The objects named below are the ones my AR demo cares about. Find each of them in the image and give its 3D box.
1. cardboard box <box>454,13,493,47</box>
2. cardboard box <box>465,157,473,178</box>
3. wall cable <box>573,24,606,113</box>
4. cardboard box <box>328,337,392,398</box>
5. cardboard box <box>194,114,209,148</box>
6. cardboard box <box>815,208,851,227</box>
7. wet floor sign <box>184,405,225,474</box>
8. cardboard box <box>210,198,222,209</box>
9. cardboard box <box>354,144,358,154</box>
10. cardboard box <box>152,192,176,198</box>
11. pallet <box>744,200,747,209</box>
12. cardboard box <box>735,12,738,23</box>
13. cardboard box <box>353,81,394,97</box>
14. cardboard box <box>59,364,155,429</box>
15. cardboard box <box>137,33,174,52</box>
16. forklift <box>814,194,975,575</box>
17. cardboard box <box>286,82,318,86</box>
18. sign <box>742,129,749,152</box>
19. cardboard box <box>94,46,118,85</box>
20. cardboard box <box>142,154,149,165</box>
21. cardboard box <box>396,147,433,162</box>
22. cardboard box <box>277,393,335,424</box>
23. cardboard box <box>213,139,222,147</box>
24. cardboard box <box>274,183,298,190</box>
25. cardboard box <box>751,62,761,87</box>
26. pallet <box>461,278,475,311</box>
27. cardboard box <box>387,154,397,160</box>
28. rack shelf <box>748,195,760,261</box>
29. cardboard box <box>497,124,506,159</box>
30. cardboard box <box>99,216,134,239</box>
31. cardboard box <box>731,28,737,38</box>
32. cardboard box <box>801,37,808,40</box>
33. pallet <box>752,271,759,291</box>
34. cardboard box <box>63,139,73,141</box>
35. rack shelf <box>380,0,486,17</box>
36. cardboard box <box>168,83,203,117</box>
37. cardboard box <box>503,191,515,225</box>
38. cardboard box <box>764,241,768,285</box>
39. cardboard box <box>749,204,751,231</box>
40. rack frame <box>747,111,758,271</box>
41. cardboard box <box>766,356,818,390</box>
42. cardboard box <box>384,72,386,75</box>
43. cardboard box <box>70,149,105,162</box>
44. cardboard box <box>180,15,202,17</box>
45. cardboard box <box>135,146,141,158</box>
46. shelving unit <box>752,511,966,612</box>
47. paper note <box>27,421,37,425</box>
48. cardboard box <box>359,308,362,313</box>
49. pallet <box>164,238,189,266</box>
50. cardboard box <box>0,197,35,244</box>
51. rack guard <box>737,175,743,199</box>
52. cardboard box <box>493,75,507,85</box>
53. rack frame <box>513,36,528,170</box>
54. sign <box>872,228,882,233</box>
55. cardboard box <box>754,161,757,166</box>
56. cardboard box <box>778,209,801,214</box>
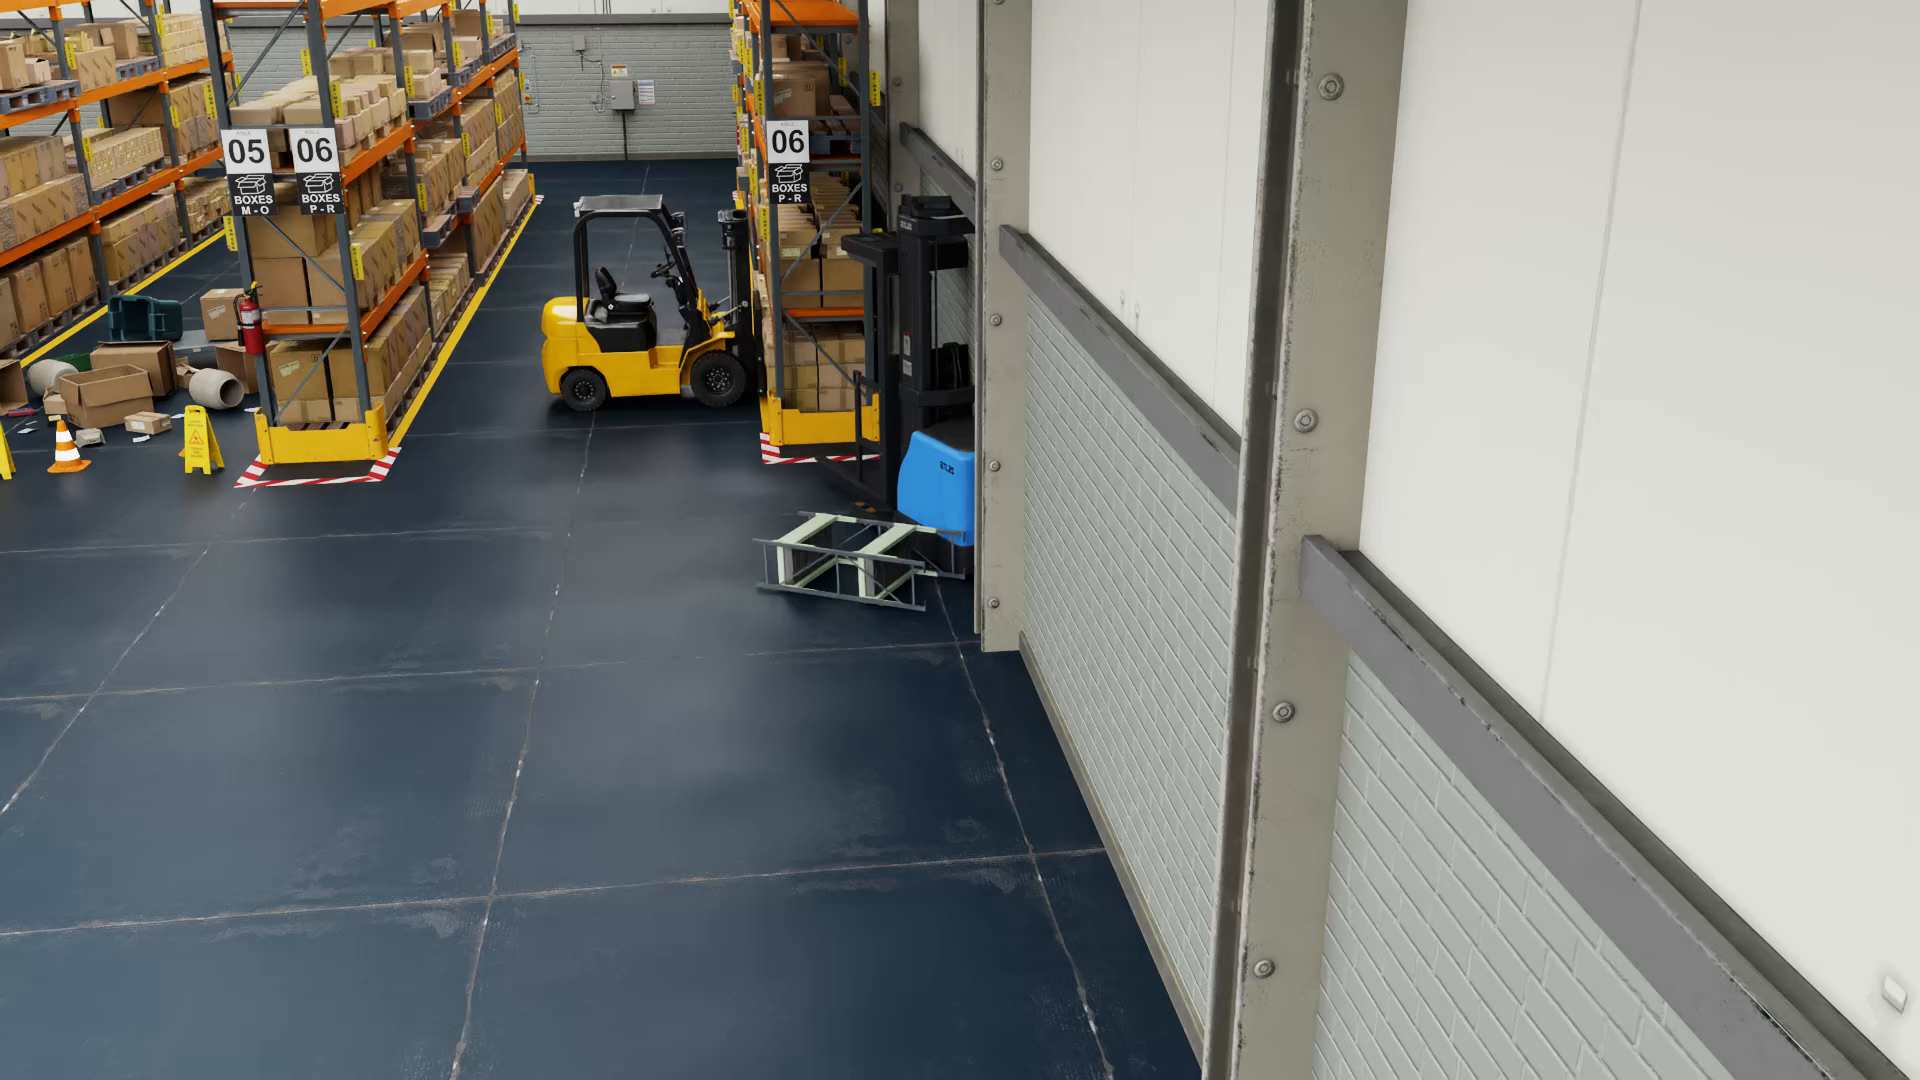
[{"bbox_3d":[-7.888,-8.270,26.971,0.500,0.500,0.500,-3,21,-7],"label":"cardboard box"},{"bbox_3d":[-7.263,-5.327,23.765,0.500,0.250,0.500,-3,21,-8],"label":"cardboard box"},{"bbox_3d":[-8.022,-10.247,35.987,0.588,1.984,0.122,-3,21,-8],"label":"wall cable"},{"bbox_3d":[-6.128,-1.766,16.990,0.500,0.500,0.500,-4,21,-10],"label":"cardboard box"},{"bbox_3d":[-12.832,-6.793,27.622,0.500,0.500,0.500,-3,21,-9],"label":"cardboard box"},{"bbox_3d":[-1.347,-3.433,17.700,0.380,0.149,0.250,-2,21,-6],"label":"cardboard box"},{"bbox_3d":[-7.313,-0.982,15.998,0.267,0.644,0.232,4,21,11],"label":"wet floor sign"},{"bbox_3d":[-12.863,-5.750,28.448,0.380,0.149,0.250,-3,21,-7],"label":"cardboard box"},{"bbox_3d":[-6.198,-3.888,16.485,0.380,0.149,0.250,-3,21,-8],"label":"cardboard box"},{"bbox_3d":[-13.464,-5.773,28.084,0.380,0.149,0.250,-4,21,-10],"label":"cardboard box"},{"bbox_3d":[-3.377,-5.966,29.963,1.003,0.211,1.213,-3,21,-8],"label":"pallet"},{"bbox_3d":[-3.720,-9.188,29.391,0.500,0.250,0.500,-3,21,-9],"label":"cardboard box"},{"bbox_3d":[-6.366,-4.888,18.023,0.380,0.149,0.250,-2,21,-6],"label":"cardboard box"},{"bbox_3d":[-9.040,-1.516,17.630,0.637,0.503,0.797,17,27,39],"label":"cardboard box"},{"bbox_3d":[-12.727,-7.823,26.161,0.500,0.250,0.500,-2,21,-6],"label":"cardboard box"},{"bbox_3d":[-0.322,-1.561,14.282,1.130,2.935,3.031,-12,24,-29],"label":"forklift"},{"bbox_3d":[-7.028,-4.853,17.928,0.380,0.149,0.250,-3,21,-8],"label":"cardboard box"},{"bbox_3d":[-3.059,-5.701,23.726,0.100,0.325,0.005,-3,21,-8],"label":"sign"},{"bbox_3d":[-12.293,-6.699,23.509,0.500,0.500,0.500,-3,21,-8],"label":"cardboard box"},{"bbox_3d":[-12.534,-5.763,25.193,0.380,0.149,0.250,-4,21,-11],"label":"cardboard box"},{"bbox_3d":[-6.834,-4.828,20.835,0.380,0.149,0.250,-2,21,-5],"label":"cardboard box"},{"bbox_3d":[-6.667,-1.388,17.050,0.500,0.250,0.500,-3,21,-8],"label":"cardboard box"},{"bbox_3d":[-13.026,-6.890,28.809,0.380,0.149,0.250,-4,21,-10],"label":"cardboard box"},{"bbox_3d":[-6.812,-3.372,17.035,0.700,0.500,0.500,-3,21,-8],"label":"cardboard box"},{"bbox_3d":[-2.292,-5.687,20.326,0.500,0.311,0.500,-4,21,-9],"label":"cardboard box"},{"bbox_3d":[-7.323,-3.398,23.086,1.003,0.211,1.213,-3,21,-8],"label":"pallet"},{"bbox_3d":[-7.369,-4.653,21.293,0.500,0.500,0.500,-4,21,-10],"label":"cardboard box"},{"bbox_3d":[-2.235,-4.197,22.268,1.077,0.370,4.000,-3,21,-8],"label":"rack shelf"},{"bbox_3d":[-7.819,-6.582,27.484,0.500,0.500,0.500,-2,21,-6],"label":"cardboard box"},{"bbox_3d":[-12.251,-4.494,23.935,0.500,0.250,0.500,-3,21,-8],"label":"cardboard box"},{"bbox_3d":[-3.491,-8.156,26.745,0.380,0.149,0.250,-2,21,-6],"label":"cardboard box"},{"bbox_3d":[-2.459,-7.381,24.699,0.380,0.149,0.250,-3,21,-8],"label":"cardboard box"},{"bbox_3d":[-2.443,-3.633,23.716,1.003,0.211,1.213,-3,21,-8],"label":"pallet"},{"bbox_3d":[-13.106,-5.826,24.509,0.380,0.149,0.250,-2,21,-6],"label":"cardboard box"},{"bbox_3d":[-7.723,-7.953,24.323,1.077,0.370,4.000,-3,21,-8],"label":"rack shelf"},{"bbox_3d":[-12.850,-7.253,27.425,0.500,0.500,0.500,-3,21,-7],"label":"cardboard box"},{"bbox_3d":[-7.995,-5.579,28.002,0.875,0.438,0.875,-3,21,-9],"label":"cardboard box"},{"bbox_3d":[-1.840,-3.018,17.941,0.500,0.500,0.500,-3,21,-9],"label":"cardboard box"},{"bbox_3d":[-3.098,-5.101,26.634,0.500,0.500,0.500,-4,21,-9],"label":"cardboard box"},{"bbox_3d":[-2.523,-5.226,23.997,1.000,3.000,0.127,-3,21,-8],"label":"rack frame"},{"bbox_3d":[-1.749,-1.752,17.310,0.500,0.250,0.500,-3,21,-8],"label":"cardboard box"},{"bbox_3d":[-7.153,-5.492,20.034,0.500,0.250,0.500,-3,21,-7],"label":"cardboard box"},{"bbox_3d":[-12.265,-5.396,23.358,0.380,0.149,0.250,-3,21,-8],"label":"cardboard box"},{"bbox_3d":[-13.156,-8.936,28.573,0.380,0.149,0.250,-4,21,-9],"label":"cardboard box"},{"bbox_3d":[-12.490,-5.804,24.876,0.380,0.149,0.250,-4,21,-11],"label":"cardboard box"},{"bbox_3d":[-0.796,0.151,13.216,1.500,0.431,0.755,7,21,23],"label":"shelving unit"},{"bbox_3d":[-9.827,-1.239,17.593,0.032,0.001,0.123,8,22,20],"label":"paper note"},{"bbox_3d":[-6.176,-2.302,16.526,0.380,0.149,0.250,-3,21,-7],"label":"cardboard box"},{"bbox_3d":[-12.781,-4.499,26.035,1.003,0.211,1.213,-3,21,-8],"label":"pallet"},{"bbox_3d":[-11.694,-3.896,20.291,0.500,0.500,0.500,-3,21,-8],"label":"cardboard box"},{"bbox_3d":[-3.665,-6.799,31.780,1.175,0.500,0.348,-3,21,-8],"label":"rack guard"},{"bbox_3d":[-8.099,-8.011,28.952,0.380,0.149,0.250,-2,21,-6],"label":"cardboard box"},{"bbox_3d":[-8.587,-7.745,30.739,1.000,3.000,0.127,-3,21,-8],"label":"rack frame"},{"bbox_3d":[-0.820,-2.925,16.485,0.100,0.325,0.005,-3,21,-8],"label":"sign"},{"bbox_3d":[-2.572,-5.006,22.335,0.380,0.149,0.250,-2,21,-7],"label":"cardboard box"},{"bbox_3d":[-1.870,-3.408,17.632,0.380,0.149,0.250,-2,21,-6],"label":"cardboard box"}]
